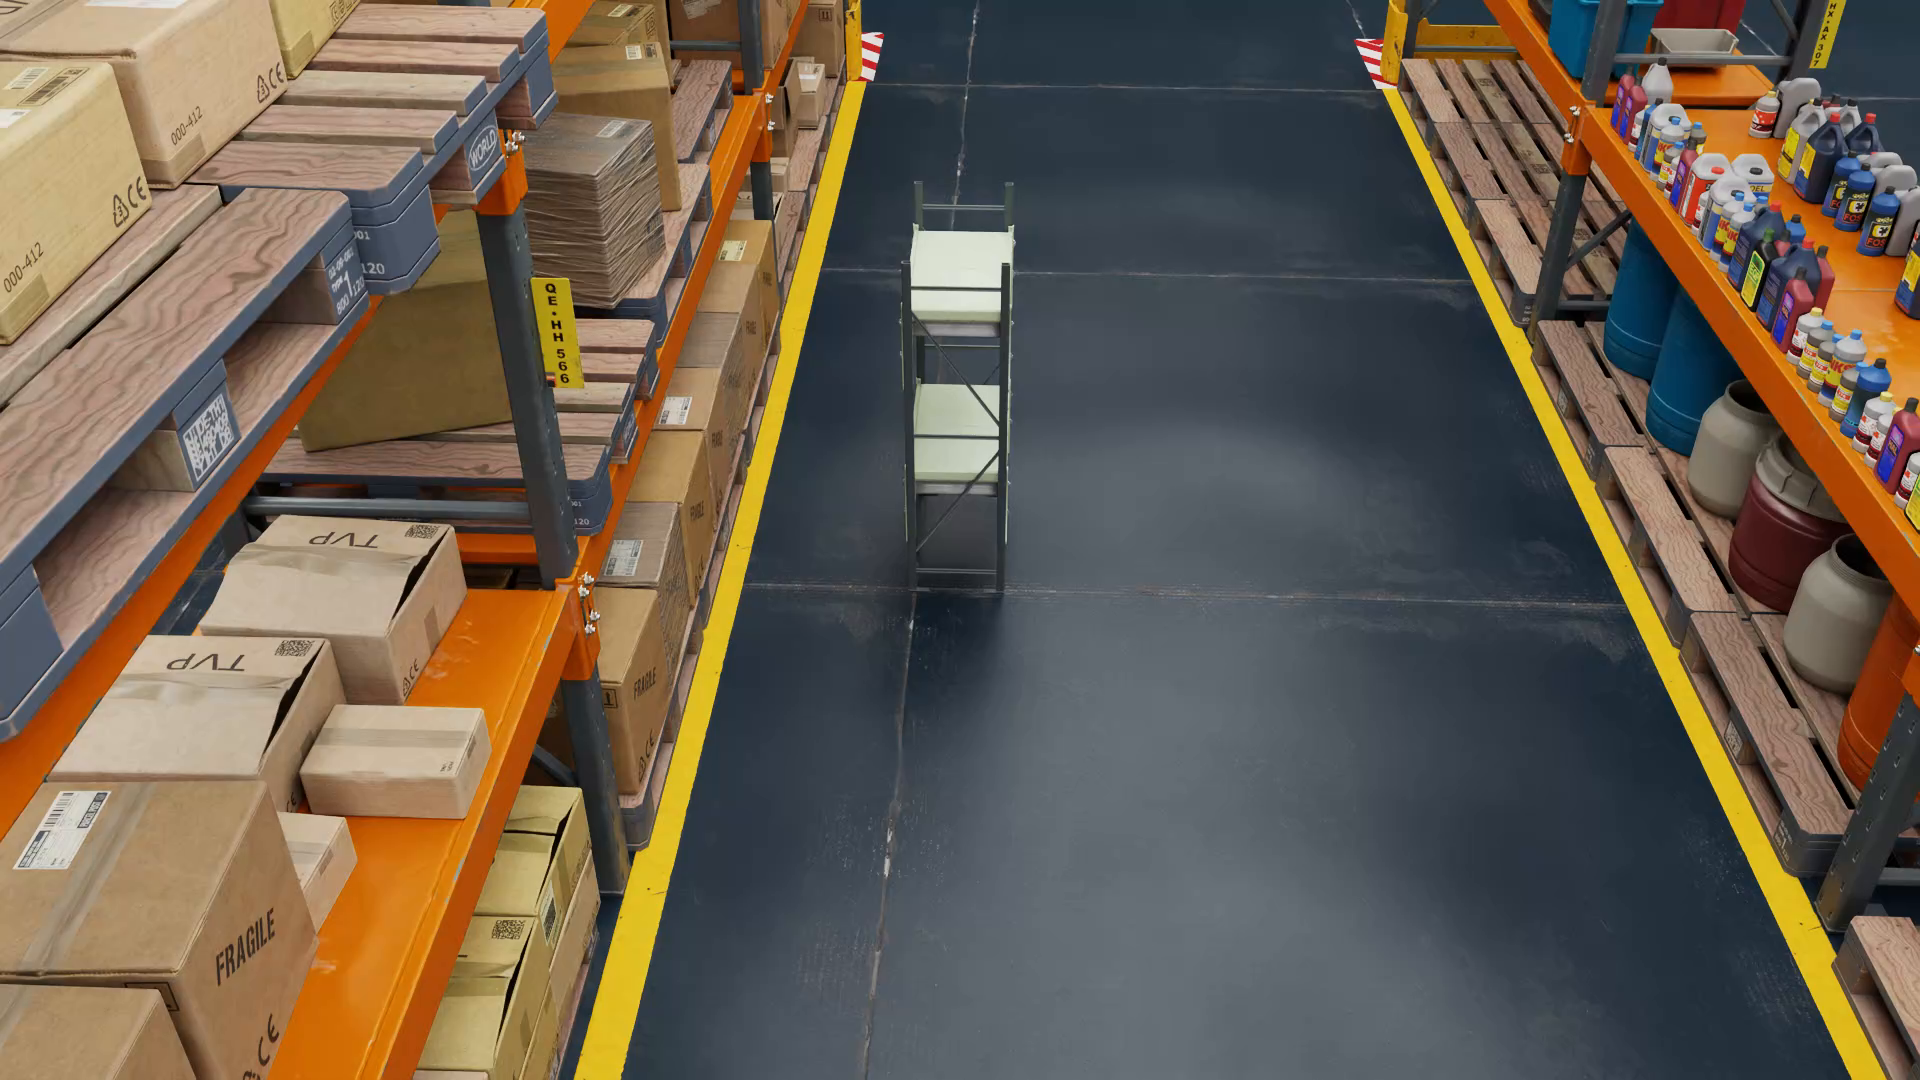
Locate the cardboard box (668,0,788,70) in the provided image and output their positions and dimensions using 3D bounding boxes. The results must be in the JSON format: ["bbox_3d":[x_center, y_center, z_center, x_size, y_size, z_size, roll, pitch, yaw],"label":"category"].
[{"bbox_3d":[-1.167,-2.709,8.408,0.500,0.500,0.500,2,35,3],"label":"cardboard box"}]

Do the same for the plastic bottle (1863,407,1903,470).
[{"bbox_3d":[2.951,-0.326,5.278,0.097,0.201,0.097,0,35,0],"label":"plastic bottle"}]

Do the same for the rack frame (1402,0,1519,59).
[{"bbox_3d":[3.650,-4.563,11.134,1.000,3.000,0.127,1,35,2],"label":"rack frame"}]

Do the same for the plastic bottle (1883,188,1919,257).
[{"bbox_3d":[3.747,-1.270,6.556,0.152,0.276,0.135,1,35,2],"label":"plastic bottle"}]

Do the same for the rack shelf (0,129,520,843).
[{"bbox_3d":[-1.701,0.133,2.469,1.077,0.370,4.000,1,35,2],"label":"rack shelf"}]

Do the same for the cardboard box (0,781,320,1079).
[{"bbox_3d":[-1.672,0.840,3.358,0.500,0.500,0.500,0,35,-1],"label":"cardboard box"}]

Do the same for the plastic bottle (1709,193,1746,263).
[{"bbox_3d":[3.012,-1.224,6.494,0.097,0.271,0.097,0,35,0],"label":"plastic bottle"}]

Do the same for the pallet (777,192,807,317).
[{"bbox_3d":[-1.431,-1.635,9.393,1.003,0.211,1.213,1,35,2],"label":"pallet"}]

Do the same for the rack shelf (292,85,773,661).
[{"bbox_3d":[-1.540,-0.938,6.601,1.077,0.370,4.000,1,35,2],"label":"rack shelf"}]

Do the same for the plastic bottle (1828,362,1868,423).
[{"bbox_3d":[2.963,-0.494,5.517,0.097,0.201,0.097,0,35,0],"label":"plastic bottle"}]

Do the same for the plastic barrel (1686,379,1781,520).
[{"bbox_3d":[3.310,-0.377,6.976,0.421,0.512,0.421,0,35,0],"label":"plastic barrel"}]

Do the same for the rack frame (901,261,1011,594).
[{"bbox_3d":[-0.015,-0.399,6.514,0.400,1.500,0.023,1,35,2],"label":"rack frame"}]

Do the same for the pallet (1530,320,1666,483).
[{"bbox_3d":[3.417,-0.681,8.036,1.003,0.211,1.213,1,35,2],"label":"pallet"}]

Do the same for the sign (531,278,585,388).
[{"bbox_3d":[-1.066,-0.546,4.411,0.100,0.325,0.005,1,35,2],"label":"sign"}]

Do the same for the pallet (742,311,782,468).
[{"bbox_3d":[-1.455,-0.772,8.165,1.003,0.211,1.213,1,35,2],"label":"pallet"}]

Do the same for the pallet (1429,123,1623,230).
[{"bbox_3d":[3.526,-2.250,10.268,1.003,0.211,1.213,1,35,2],"label":"pallet"}]

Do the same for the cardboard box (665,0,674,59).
[{"bbox_3d":[-1.696,-2.715,8.418,0.500,0.500,0.500,2,35,3],"label":"cardboard box"}]

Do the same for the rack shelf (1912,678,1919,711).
[{"bbox_3d":[3.248,1.477,3.165,1.077,0.370,4.000,1,35,2],"label":"rack shelf"}]

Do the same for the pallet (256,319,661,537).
[{"bbox_3d":[-1.663,-0.396,5.371,1.213,0.211,1.003,1,35,2],"label":"pallet"}]

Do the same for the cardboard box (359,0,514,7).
[{"bbox_3d":[-1.637,-1.603,4.226,0.910,0.500,0.500,1,35,2],"label":"cardboard box"}]

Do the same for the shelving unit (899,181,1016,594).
[{"bbox_3d":[0.000,-0.610,6.813,0.431,1.500,0.755,1,35,2],"label":"shelving unit"}]

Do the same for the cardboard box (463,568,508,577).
[{"bbox_3d":[-1.819,-0.122,5.955,0.500,0.250,0.500,3,35,4],"label":"cardboard box"}]

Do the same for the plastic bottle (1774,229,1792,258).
[{"bbox_3d":[3.038,-0.999,6.164,0.061,0.283,0.133,1,35,2],"label":"plastic bottle"}]

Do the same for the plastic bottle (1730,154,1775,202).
[{"bbox_3d":[3.205,-1.421,6.771,0.152,0.276,0.135,1,35,2],"label":"plastic bottle"}]

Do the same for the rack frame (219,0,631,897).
[{"bbox_3d":[-1.620,-0.083,4.759,1.000,3.000,0.127,1,35,2],"label":"rack frame"}]

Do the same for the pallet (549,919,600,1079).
[{"bbox_3d":[-1.693,1.530,4.890,1.003,0.211,1.213,1,35,2],"label":"pallet"}]

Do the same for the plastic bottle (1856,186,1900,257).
[{"bbox_3d":[3.622,-1.260,6.546,0.097,0.271,0.097,0,35,0],"label":"plastic bottle"}]

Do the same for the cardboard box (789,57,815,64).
[{"bbox_3d":[-1.181,-3.151,11.207,0.380,0.166,0.250,1,35,2],"label":"cardboard box"}]

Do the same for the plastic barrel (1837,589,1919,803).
[{"bbox_3d":[3.331,0.468,5.497,0.600,0.830,0.708,1,35,2],"label":"plastic barrel"}]

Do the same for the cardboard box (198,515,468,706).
[{"bbox_3d":[-1.679,0.161,4.489,0.500,0.311,0.500,3,35,5],"label":"cardboard box"}]

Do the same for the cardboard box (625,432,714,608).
[{"bbox_3d":[-1.276,-0.084,6.552,0.500,0.500,0.500,1,35,1],"label":"cardboard box"}]

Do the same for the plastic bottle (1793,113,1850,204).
[{"bbox_3d":[3.628,-1.606,6.969,0.144,0.351,0.185,1,35,2],"label":"plastic bottle"}]

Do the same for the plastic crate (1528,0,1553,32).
[{"bbox_3d":[3.266,-2.826,8.849,0.437,0.125,0.590,1,35,2],"label":"plastic crate"}]

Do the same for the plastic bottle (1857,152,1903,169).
[{"bbox_3d":[3.762,-1.480,6.856,0.152,0.276,0.135,1,35,2],"label":"plastic bottle"}]

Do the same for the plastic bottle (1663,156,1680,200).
[{"bbox_3d":[3.036,-1.538,7.003,0.097,0.201,0.097,0,35,0],"label":"plastic bottle"}]

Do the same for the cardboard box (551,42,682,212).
[{"bbox_3d":[-1.469,-1.577,6.434,0.700,0.500,0.500,-7,36,-10],"label":"cardboard box"}]

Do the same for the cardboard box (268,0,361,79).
[{"bbox_3d":[-1.582,-1.159,3.447,0.500,0.250,0.500,-1,35,-2],"label":"cardboard box"}]

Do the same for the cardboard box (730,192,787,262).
[{"bbox_3d":[-1.227,-1.697,9.012,0.500,0.311,0.500,1,35,2],"label":"cardboard box"}]

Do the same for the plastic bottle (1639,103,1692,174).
[{"bbox_3d":[3.075,-1.746,7.234,0.152,0.276,0.135,1,35,2],"label":"plastic bottle"}]

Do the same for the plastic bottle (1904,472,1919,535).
[{"bbox_3d":[2.919,-0.161,4.972,0.061,0.283,0.133,1,35,2],"label":"plastic bottle"}]

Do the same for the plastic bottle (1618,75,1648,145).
[{"bbox_3d":[3.043,-1.939,7.502,0.061,0.283,0.133,1,35,2],"label":"plastic bottle"}]

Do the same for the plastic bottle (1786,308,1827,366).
[{"bbox_3d":[2.978,-0.717,5.835,0.097,0.201,0.097,0,35,0],"label":"plastic bottle"}]

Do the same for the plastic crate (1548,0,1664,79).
[{"bbox_3d":[3.167,-2.559,8.244,0.392,0.384,0.575,1,35,2],"label":"plastic crate"}]

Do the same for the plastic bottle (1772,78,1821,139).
[{"bbox_3d":[3.797,-1.980,7.566,0.152,0.276,0.135,1,35,2],"label":"plastic bottle"}]

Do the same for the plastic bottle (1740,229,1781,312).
[{"bbox_3d":[2.977,-1.001,6.166,0.061,0.283,0.133,1,35,2],"label":"plastic bottle"}]

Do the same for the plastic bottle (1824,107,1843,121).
[{"bbox_3d":[3.782,-1.770,7.268,0.152,0.276,0.135,1,35,2],"label":"plastic bottle"}]

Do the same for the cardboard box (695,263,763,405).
[{"bbox_3d":[-1.222,-0.964,7.805,0.500,0.500,0.500,1,35,2],"label":"cardboard box"}]

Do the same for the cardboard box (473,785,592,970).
[{"bbox_3d":[-1.395,0.947,4.832,0.500,0.311,0.500,2,35,3],"label":"cardboard box"}]

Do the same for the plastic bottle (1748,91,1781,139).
[{"bbox_3d":[3.671,-1.942,7.577,0.097,0.201,0.097,0,35,0],"label":"plastic bottle"}]
